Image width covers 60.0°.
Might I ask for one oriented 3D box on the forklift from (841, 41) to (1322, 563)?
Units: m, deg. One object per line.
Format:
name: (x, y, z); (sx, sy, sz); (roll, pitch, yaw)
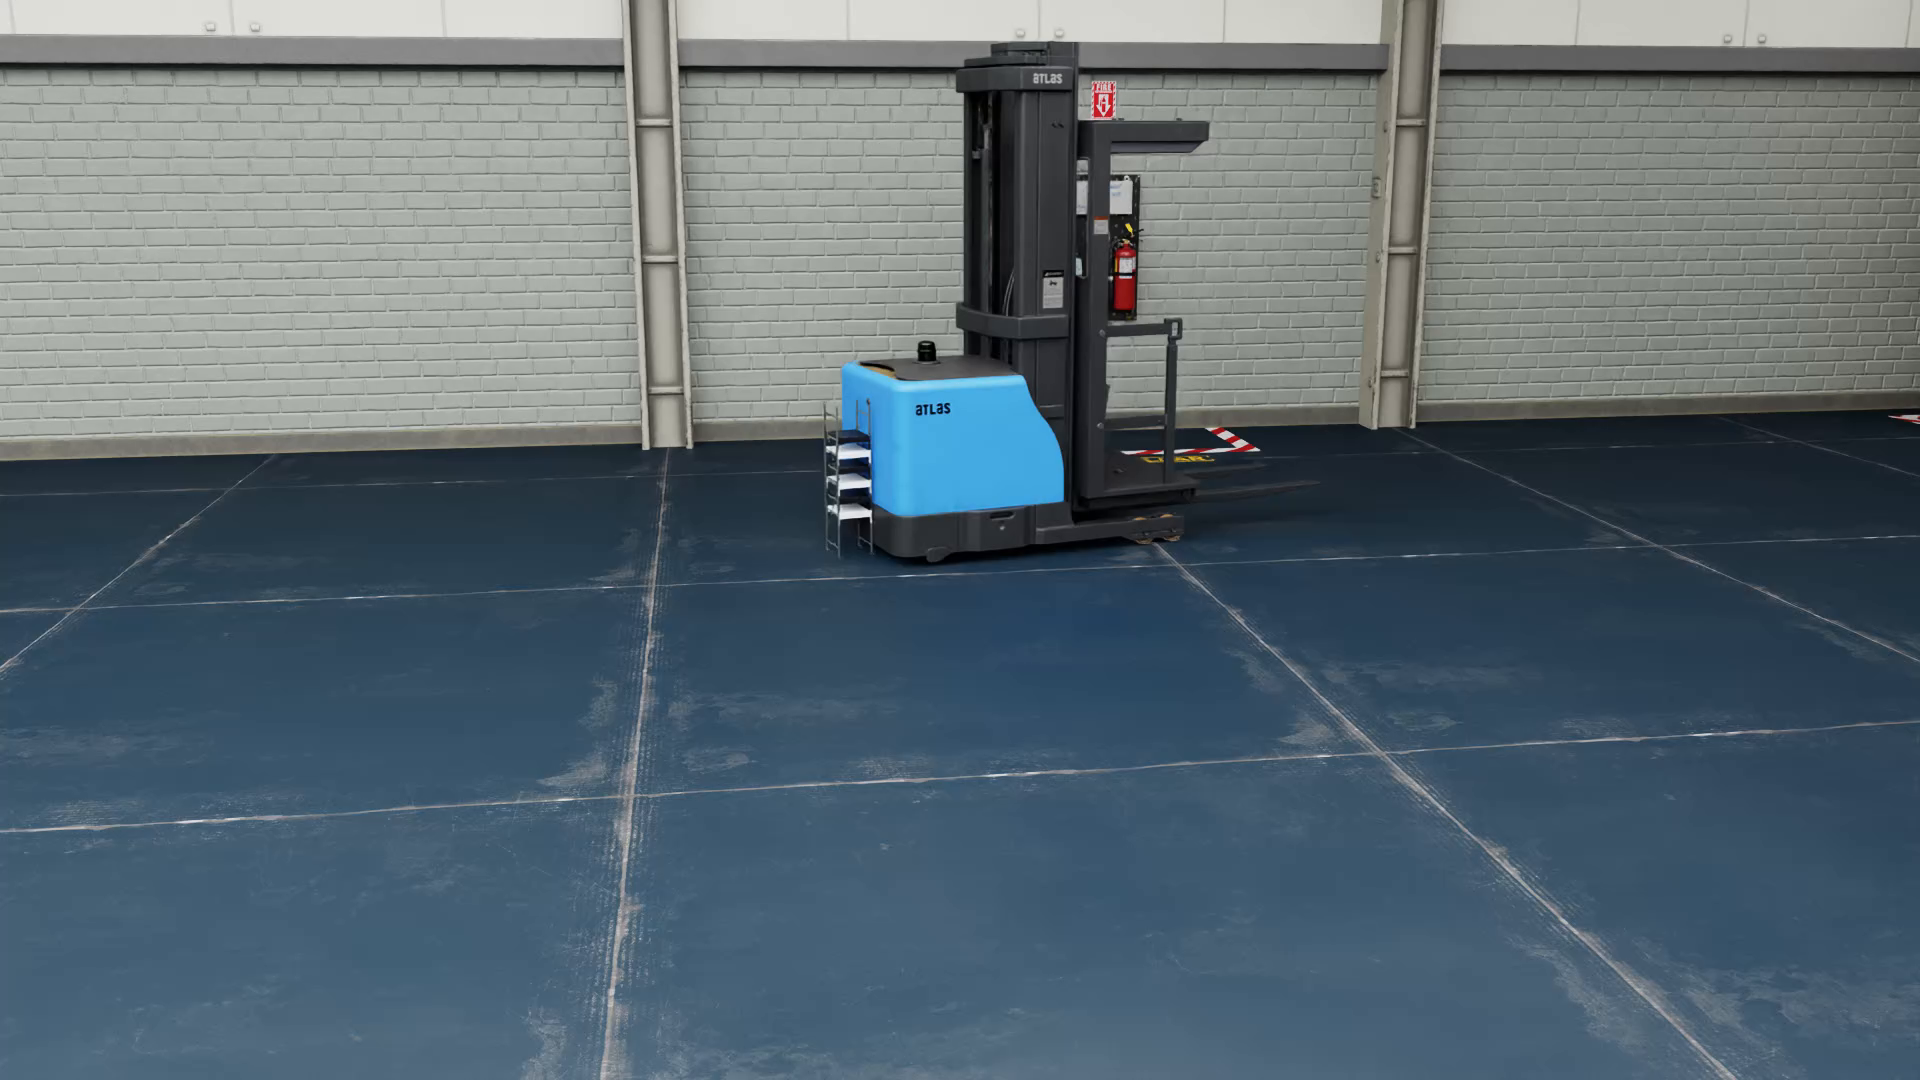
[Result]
forklift: (0.829, -1.505, 10.198); (3.031, 2.935, 1.130); (-6, 15, -22)

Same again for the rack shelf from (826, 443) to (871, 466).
rack shelf: (-0.661, -0.504, 9.779); (0.200, 0.077, 0.258); (-6, 15, -22)

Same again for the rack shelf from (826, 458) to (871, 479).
rack shelf: (-0.661, -0.417, 9.801); (0.200, 0.077, 0.258); (-6, 15, -22)

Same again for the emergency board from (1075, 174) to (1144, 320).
emergency board: (1.164, -2.345, 13.407); (0.643, 1.169, 0.194); (-2, 14, -8)

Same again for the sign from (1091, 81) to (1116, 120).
sign: (1.142, -3.493, 13.219); (0.199, 0.298, 0.001); (-2, 14, -8)

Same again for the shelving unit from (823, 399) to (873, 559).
shelving unit: (-0.661, -0.362, 9.815); (0.210, 0.900, 0.258); (-6, 15, -22)

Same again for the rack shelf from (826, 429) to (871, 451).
rack shelf: (-0.661, -0.591, 9.757); (0.200, 0.077, 0.258); (-6, 15, -22)

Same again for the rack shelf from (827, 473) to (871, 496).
rack shelf: (-0.661, -0.330, 9.823); (0.200, 0.077, 0.258); (-6, 15, -22)

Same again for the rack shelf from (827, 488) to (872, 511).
rack shelf: (-0.661, -0.242, 9.845); (0.200, 0.077, 0.258); (-6, 15, -22)

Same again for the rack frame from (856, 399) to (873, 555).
rack frame: (-0.568, -0.372, 9.853); (0.006, 0.900, 0.240); (-6, 15, -22)

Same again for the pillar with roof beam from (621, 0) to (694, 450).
pillar with roof beam: (-1.678, -4.083, 8.002); (0.400, 9.000, 9.100); (-2, 14, -8)

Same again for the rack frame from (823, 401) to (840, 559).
rack frame: (-0.755, -0.352, 9.776); (0.006, 0.900, 0.240); (-6, 15, -22)

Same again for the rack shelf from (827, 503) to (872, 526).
rack shelf: (-0.661, -0.155, 9.867); (0.200, 0.077, 0.258); (-6, 15, -22)
